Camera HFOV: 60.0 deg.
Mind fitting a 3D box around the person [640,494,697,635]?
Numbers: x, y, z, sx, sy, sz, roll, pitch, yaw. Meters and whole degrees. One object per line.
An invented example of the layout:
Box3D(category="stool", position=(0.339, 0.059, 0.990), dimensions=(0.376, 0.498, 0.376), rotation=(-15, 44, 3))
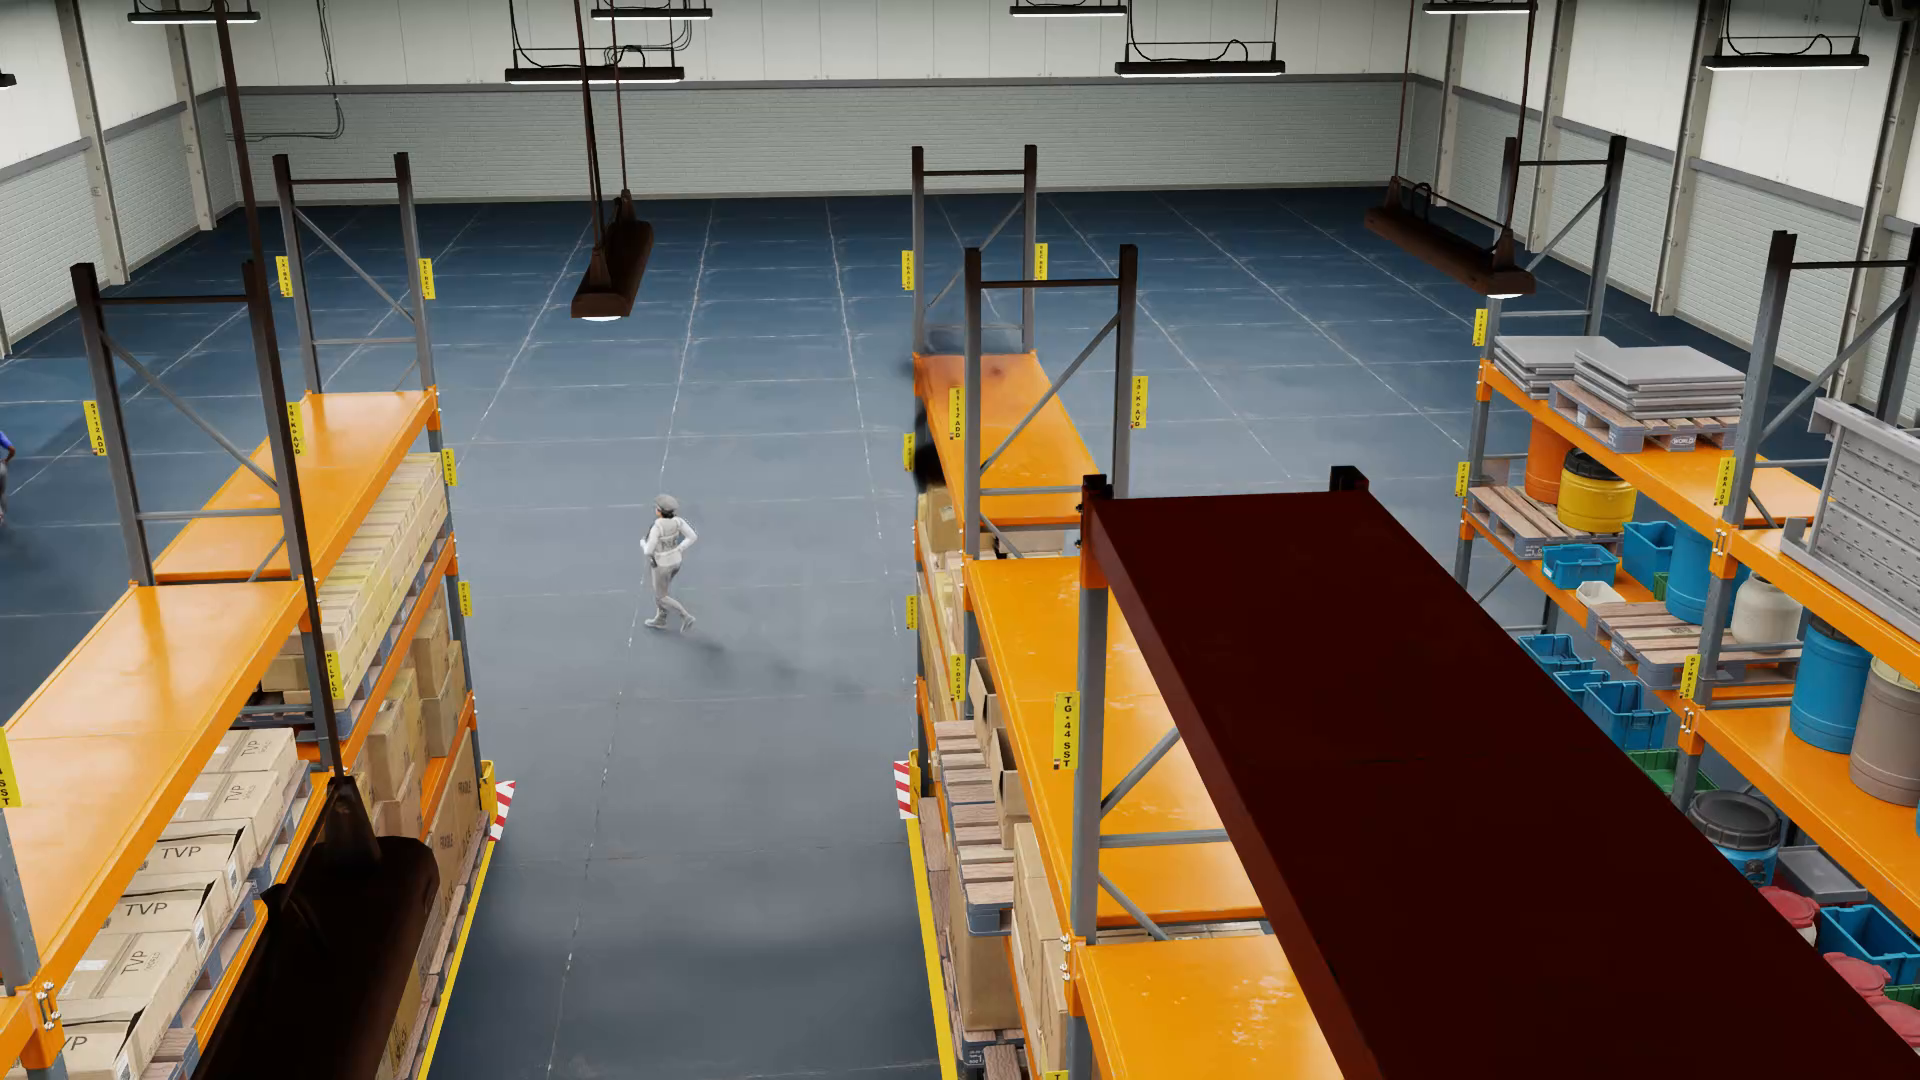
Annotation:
Box3D(category="person", position=(-3.271, 0.279, 18.651), dimensions=(0.861, 1.668, 0.625), rotation=(14, 26, 32))

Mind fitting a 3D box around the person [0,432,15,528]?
Box3D(category="person", position=(-12.591, -0.863, 21.656), dimensions=(0.577, 1.643, 0.738), rotation=(-17, 27, -36))

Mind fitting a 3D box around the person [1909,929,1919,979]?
Box3D(category="person", position=(7.452, 2.597, 12.656), dimensions=(0.642, 1.838, 0.763), rotation=(-9, 23, -21))
